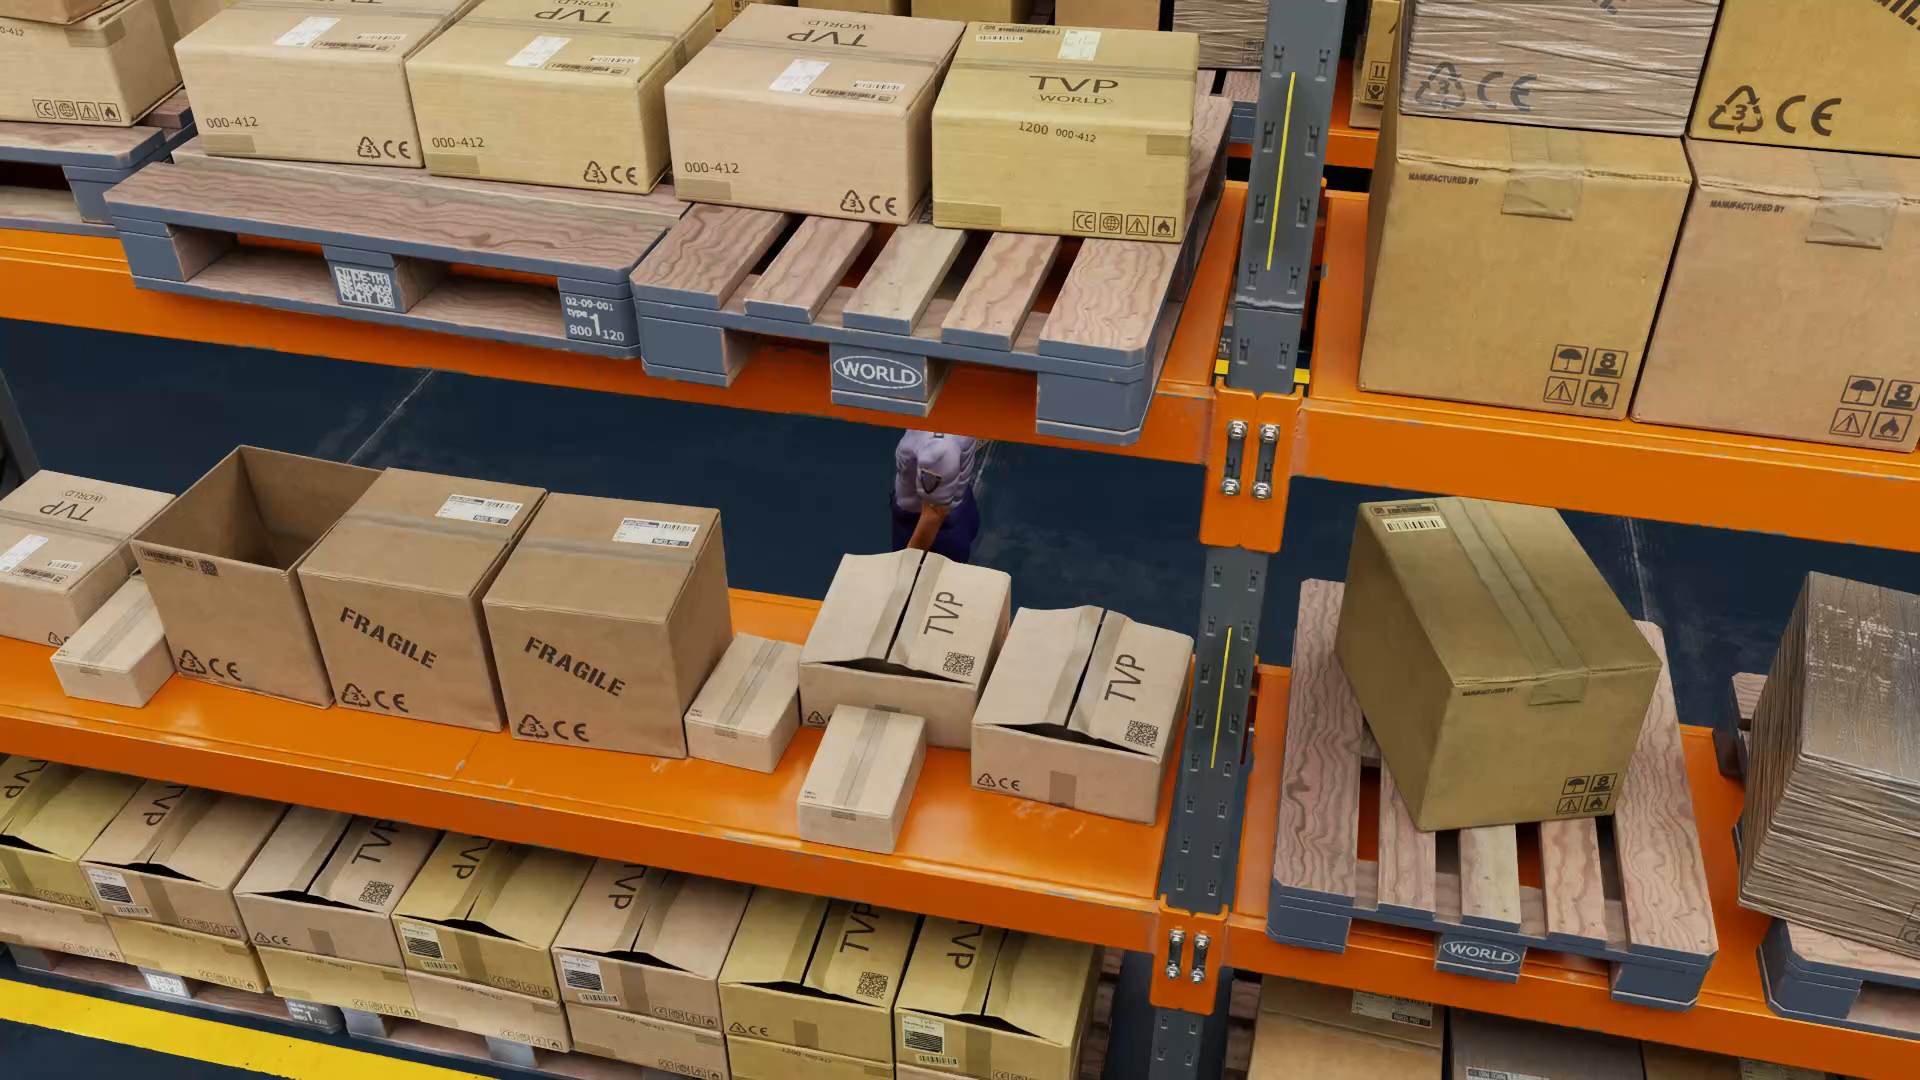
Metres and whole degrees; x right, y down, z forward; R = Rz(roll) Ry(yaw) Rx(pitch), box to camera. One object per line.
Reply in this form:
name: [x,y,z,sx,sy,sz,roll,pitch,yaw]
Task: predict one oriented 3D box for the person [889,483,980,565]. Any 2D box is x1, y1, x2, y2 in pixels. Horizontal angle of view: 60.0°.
person: [-0.177,0.173,6.433,0.500,1.028,0.525,7,37,9]
